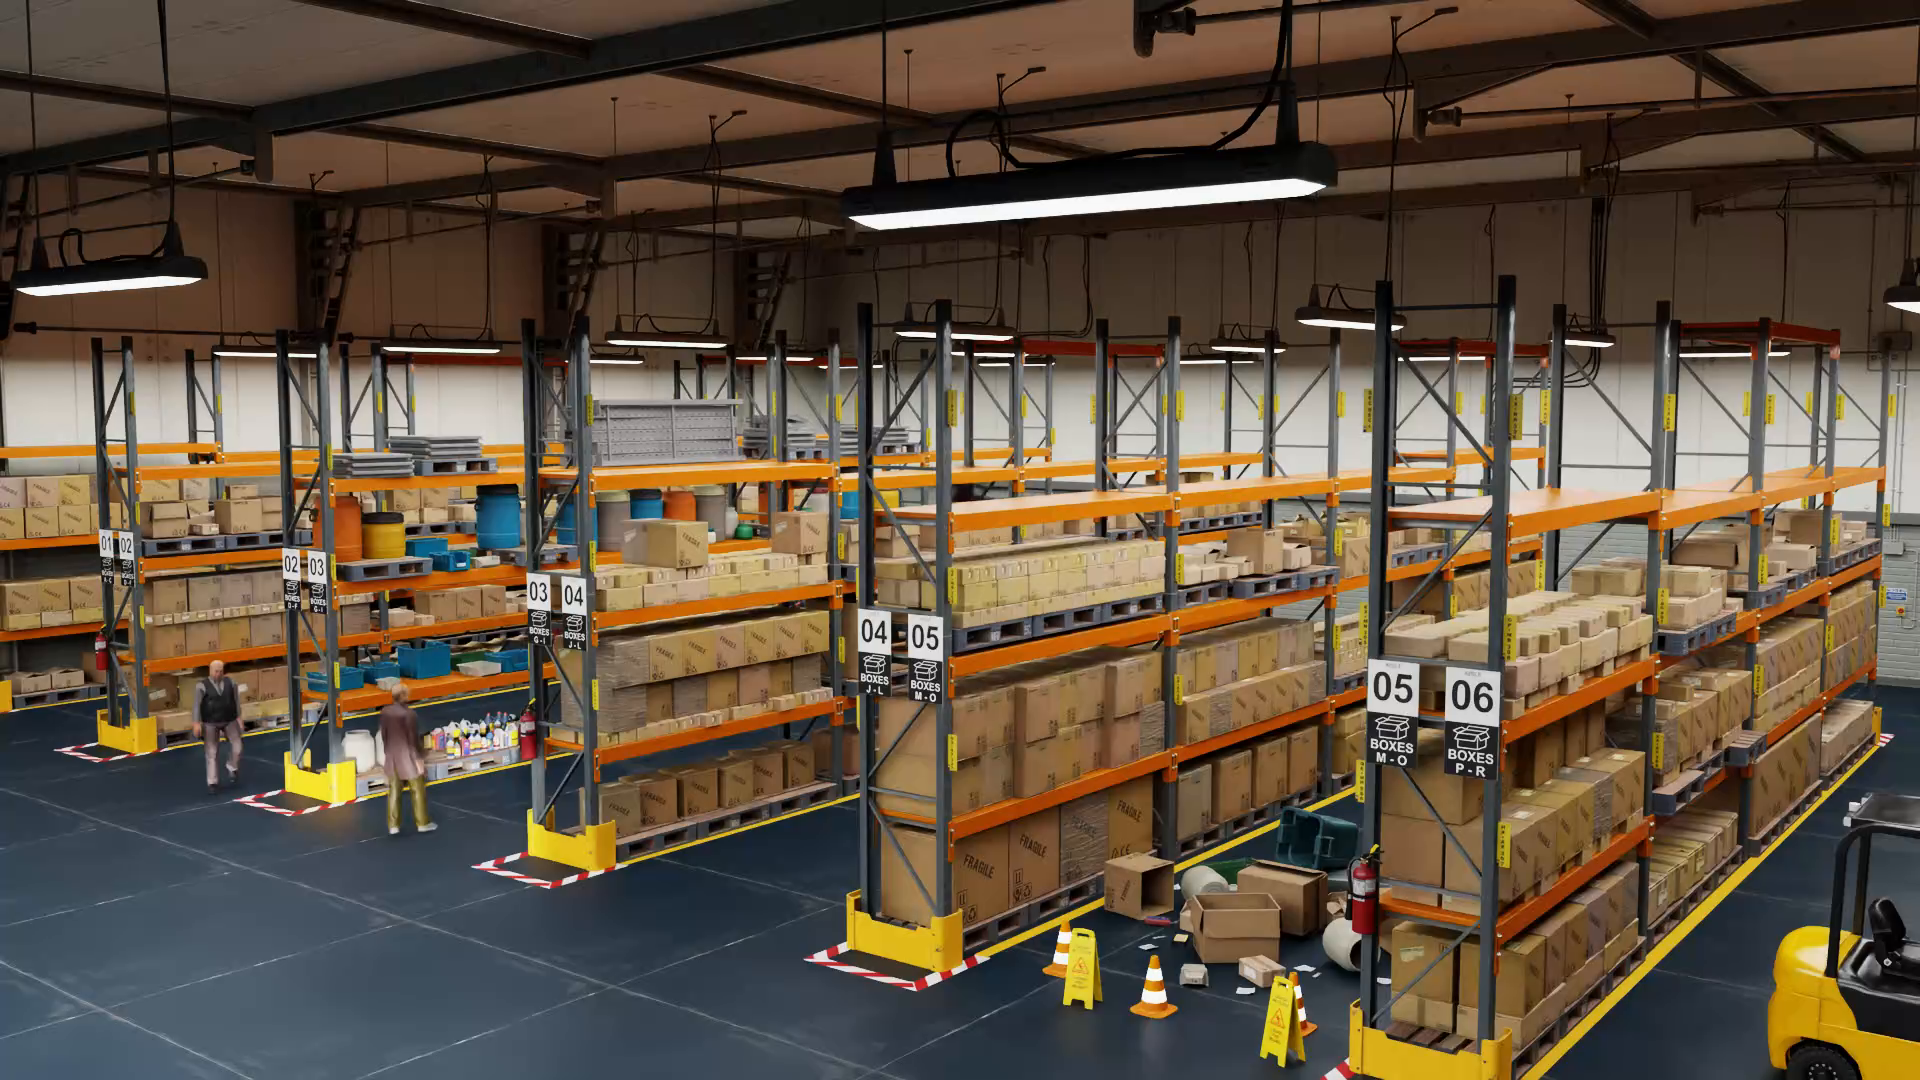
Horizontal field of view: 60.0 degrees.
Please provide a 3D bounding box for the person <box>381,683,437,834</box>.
[{"bbox_3d":[-6.518,2.565,19.639,0.617,1.795,0.583,2,5,24],"label":"person"}]

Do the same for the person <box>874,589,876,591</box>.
[{"bbox_3d":[-1.799,1.342,34.175,0.562,1.752,0.391,-4,6,-36],"label":"person"}]

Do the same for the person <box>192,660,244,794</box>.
[{"bbox_3d":[-9.729,2.429,21.825,0.635,1.727,0.535,-4,6,-38],"label":"person"}]
